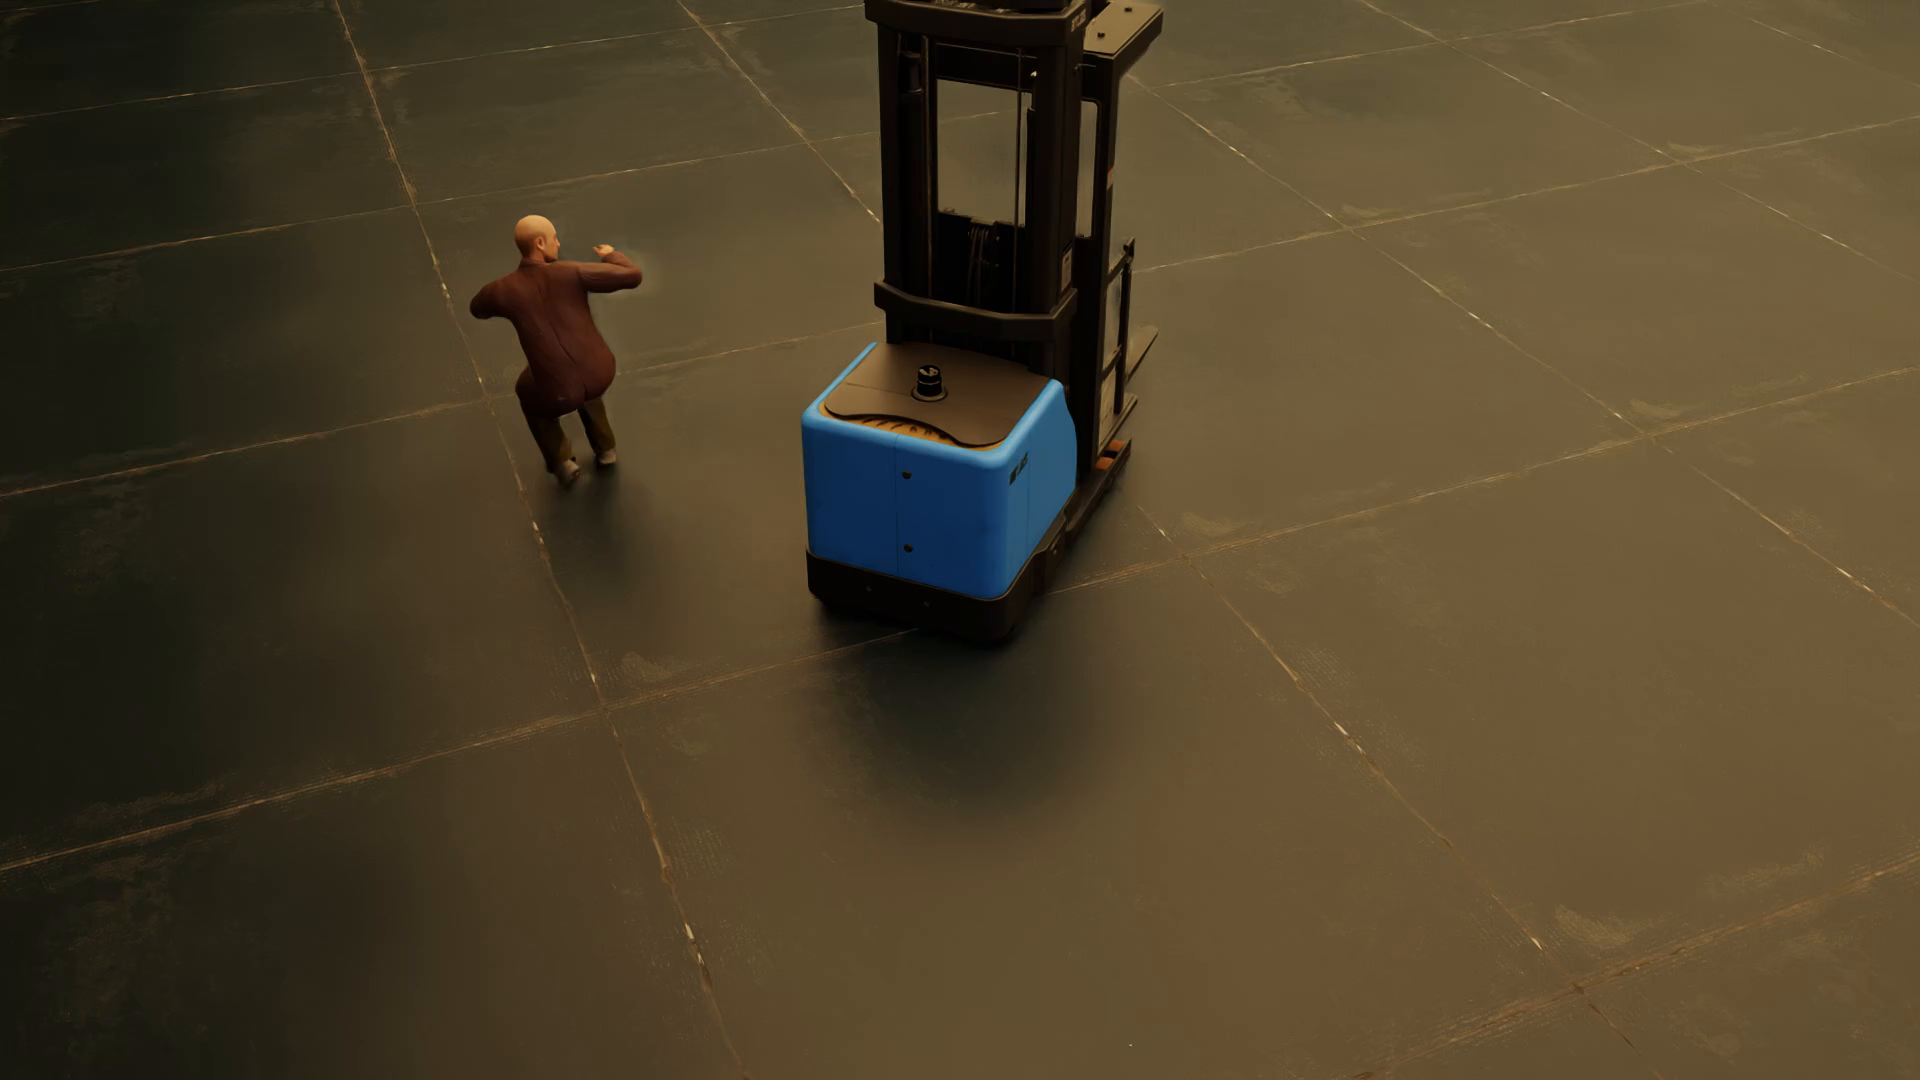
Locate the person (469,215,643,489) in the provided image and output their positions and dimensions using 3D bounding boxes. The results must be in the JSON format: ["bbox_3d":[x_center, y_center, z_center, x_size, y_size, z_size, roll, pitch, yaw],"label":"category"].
[{"bbox_3d":[-2.127,-1.060,8.858,0.844,1.498,0.991,-15,38,-19],"label":"person"}]

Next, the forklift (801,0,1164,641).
[{"bbox_3d":[0.297,-1.567,8.302,1.130,2.935,3.031,14,38,19],"label":"forklift"}]
